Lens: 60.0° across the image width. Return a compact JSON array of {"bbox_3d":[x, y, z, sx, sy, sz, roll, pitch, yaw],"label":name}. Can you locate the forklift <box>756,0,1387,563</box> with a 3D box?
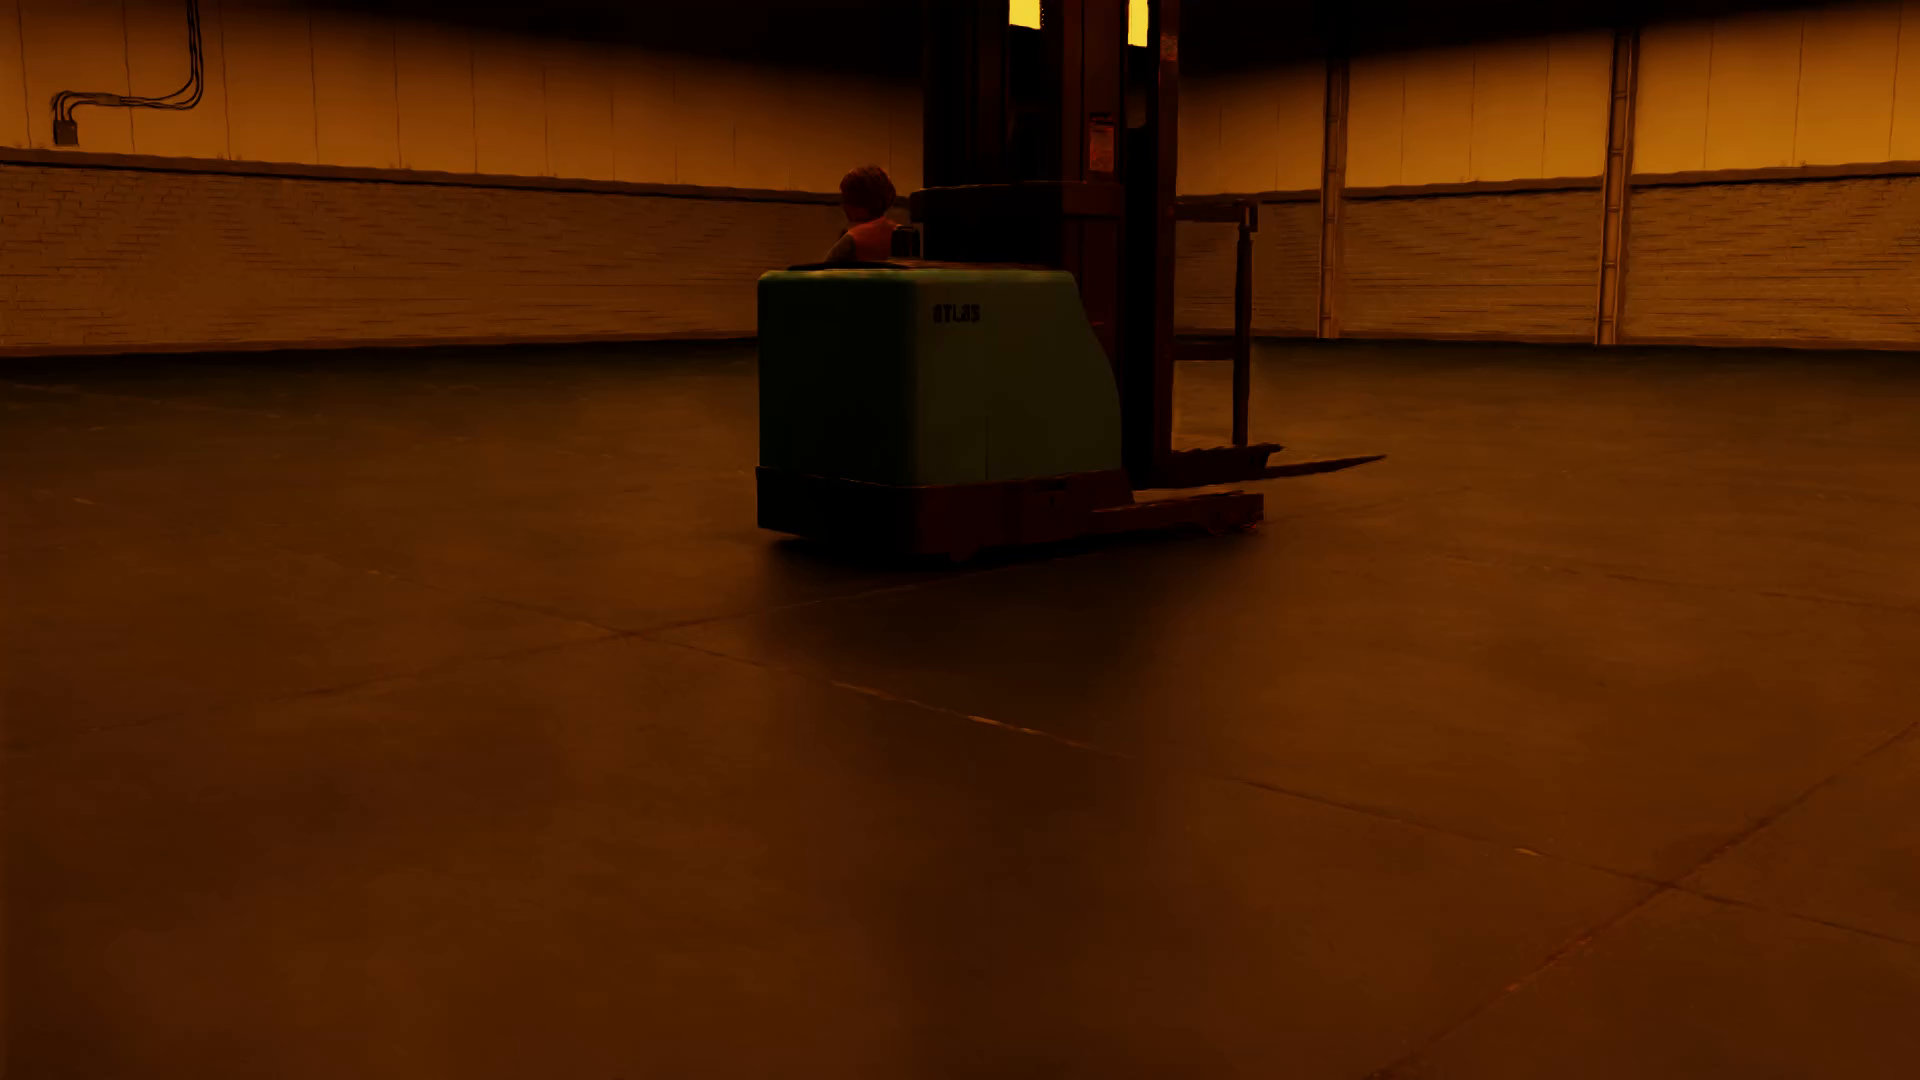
[{"bbox_3d":[0.650,-1.523,6.988,3.031,2.935,1.130,-7,11,-39],"label":"forklift"}]

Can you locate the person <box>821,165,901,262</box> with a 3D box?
[{"bbox_3d":[-0.368,-0.741,6.991,0.756,1.372,0.574,5,10,29],"label":"person"}]
